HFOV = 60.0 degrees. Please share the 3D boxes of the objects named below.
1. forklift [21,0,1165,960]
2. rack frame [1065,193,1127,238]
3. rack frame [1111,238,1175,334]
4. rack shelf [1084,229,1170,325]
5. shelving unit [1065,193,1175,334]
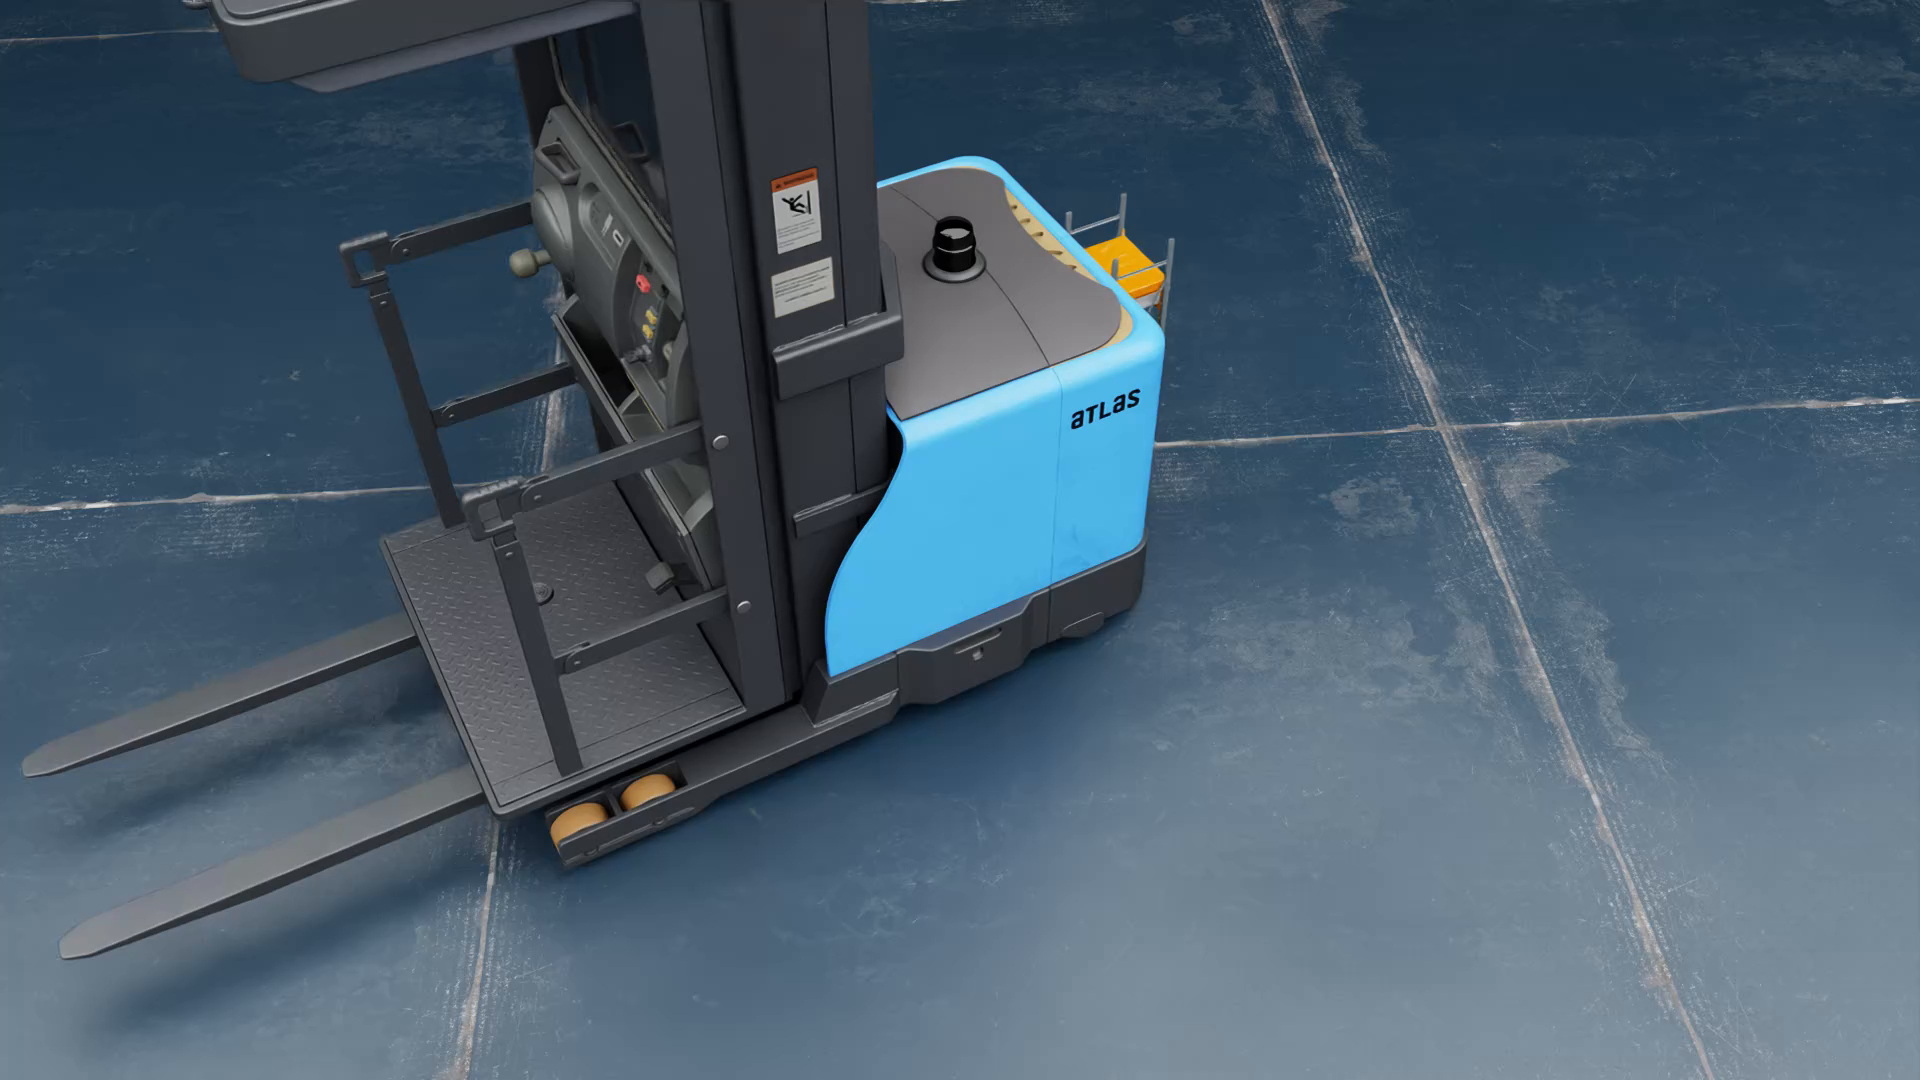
[{"bbox_3d":[-0.993,-0.590,3.790,3.031,2.935,1.130,-22,50,-19],"label":"forklift"},{"bbox_3d":[0.386,-0.591,5.087,0.200,1.050,0.008,-22,50,-19],"label":"rack frame"},{"bbox_3d":[0.504,-0.436,4.940,0.200,1.050,0.008,-22,50,-19],"label":"rack frame"},{"bbox_3d":[0.445,-0.702,4.815,0.215,0.259,0.240,-22,50,-19],"label":"rack shelf"},{"bbox_3d":[0.445,-0.514,5.014,0.215,1.050,0.252,-22,50,-19],"label":"shelving unit"}]
